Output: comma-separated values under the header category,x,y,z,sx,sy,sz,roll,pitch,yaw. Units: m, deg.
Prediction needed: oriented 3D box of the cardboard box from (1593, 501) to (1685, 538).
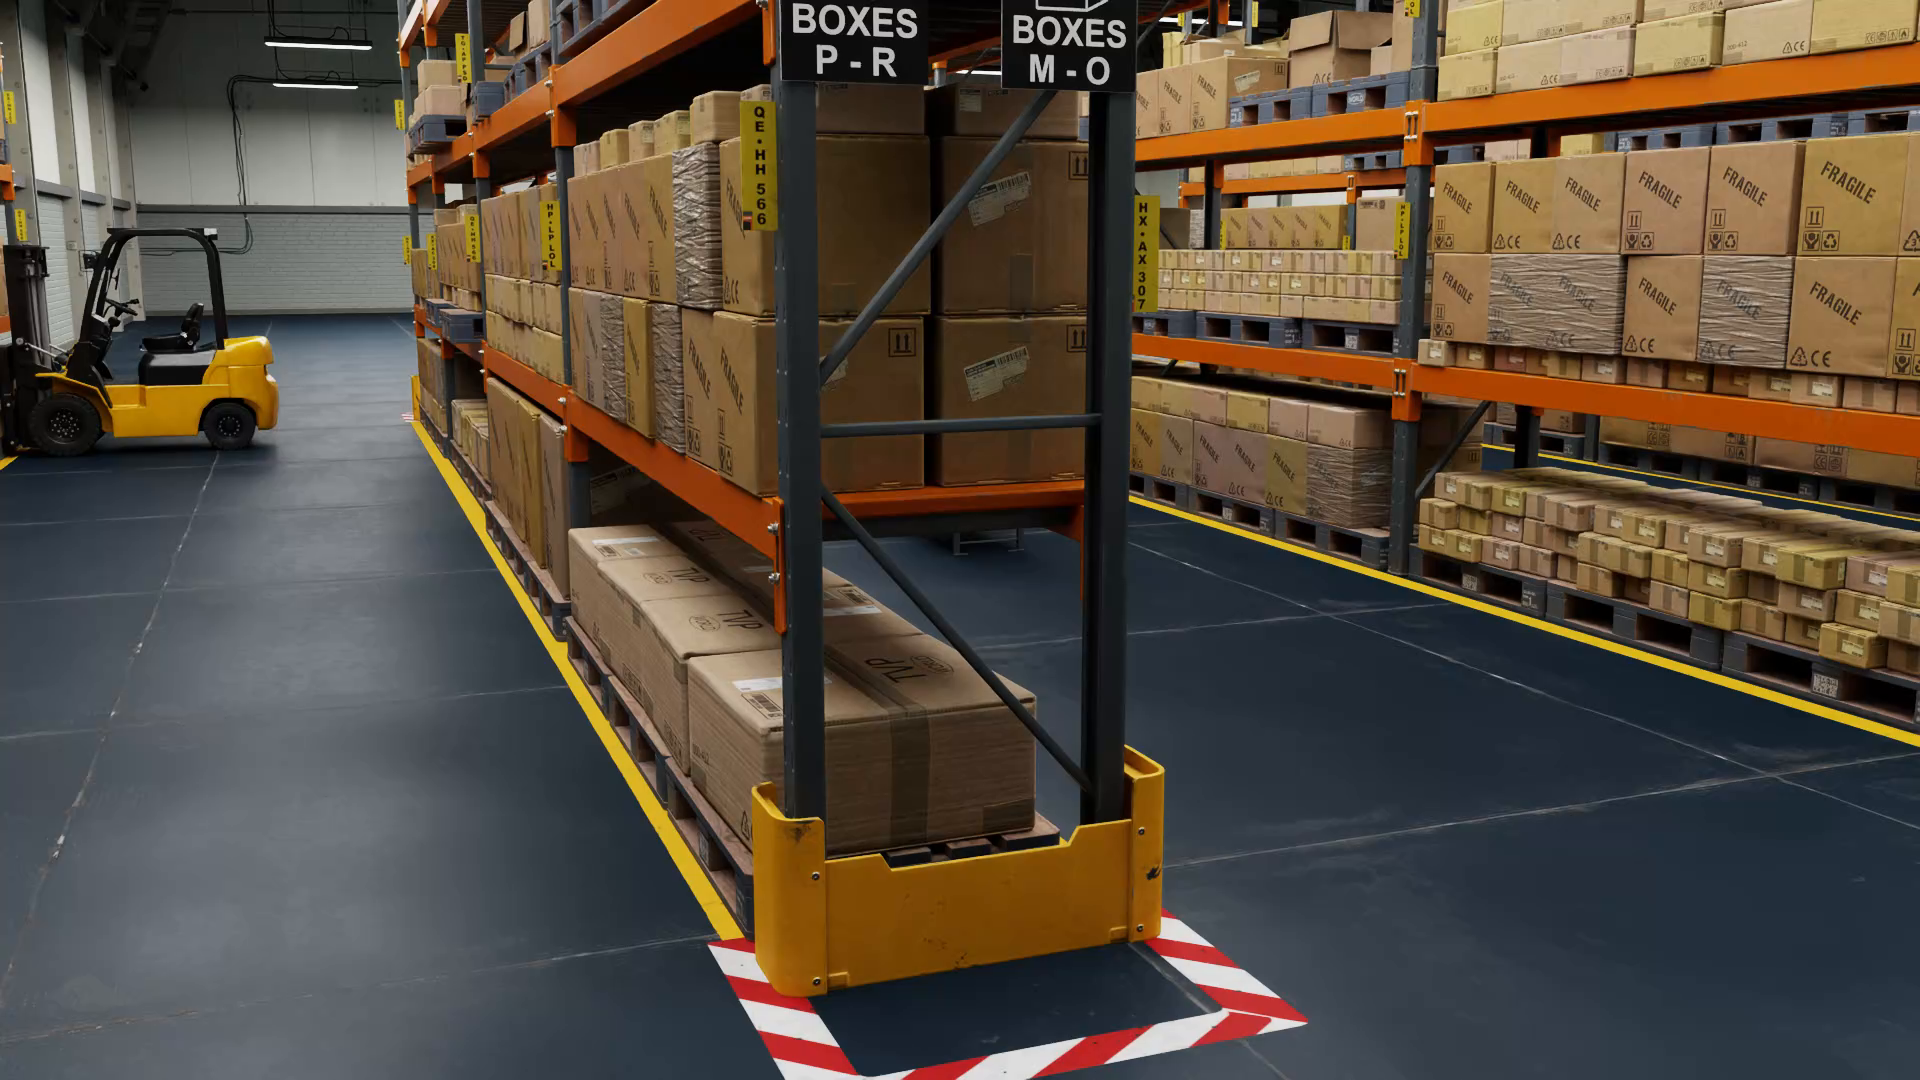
category,x,y,z,sx,sy,sz,roll,pitch,yaw
cardboard box,3.546,-0.104,8.684,0.380,0.149,0.250,-4,11,-23

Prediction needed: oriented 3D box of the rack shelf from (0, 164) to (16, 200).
category,x,y,z,sx,sy,sz,roll,pitch,yaw
rack shelf,-9.701,-3.400,15.460,1.077,0.370,4.000,-4,11,-21

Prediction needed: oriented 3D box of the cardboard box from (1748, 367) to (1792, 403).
category,x,y,z,sx,sy,sz,roll,pitch,yaw
cardboard box,3.850,-0.718,7.611,0.380,0.149,0.250,-4,11,-23

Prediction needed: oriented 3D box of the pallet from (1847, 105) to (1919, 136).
category,x,y,z,sx,sy,sz,roll,pitch,yaw
pallet,7.406,-3.119,12.371,0.805,0.209,1.217,-4,11,-23

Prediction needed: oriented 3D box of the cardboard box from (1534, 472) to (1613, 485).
category,x,y,z,sx,sy,sz,roll,pitch,yaw
cardboard box,3.625,-0.307,9.823,0.380,0.149,0.250,-4,11,-20

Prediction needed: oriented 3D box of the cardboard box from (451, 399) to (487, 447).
category,x,y,z,sx,sy,sz,roll,pitch,yaw
cardboard box,-4.159,-1.094,15.312,0.950,0.372,0.625,-4,11,-20

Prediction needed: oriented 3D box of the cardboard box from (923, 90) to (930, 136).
category,x,y,z,sx,sy,sz,roll,pitch,yaw
cardboard box,-0.035,-1.283,5.074,0.380,0.149,0.250,-4,11,-20

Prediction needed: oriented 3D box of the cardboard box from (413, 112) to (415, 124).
category,x,y,z,sx,sy,sz,roll,pitch,yaw
cardboard box,-5.504,-4.382,17.364,0.380,0.149,0.250,-4,11,-19

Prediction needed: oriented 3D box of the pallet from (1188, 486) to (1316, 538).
category,x,y,z,sx,sy,sz,roll,pitch,yaw
pallet,2.395,-0.245,12.196,1.003,0.211,1.213,-4,11,-21

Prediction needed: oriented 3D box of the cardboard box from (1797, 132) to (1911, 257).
category,x,y,z,sx,sy,sz,roll,pitch,yaw
cardboard box,3.992,-1.468,7.120,0.500,0.500,0.500,-4,11,-23

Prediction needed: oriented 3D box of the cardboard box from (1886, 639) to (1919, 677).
category,x,y,z,sx,sy,sz,roll,pitch,yaw
cardboard box,4.189,0.485,7.067,0.380,0.149,0.250,-4,11,-20

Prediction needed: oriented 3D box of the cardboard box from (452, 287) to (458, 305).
category,x,y,z,sx,sy,sz,roll,pitch,yaw
cardboard box,-4.000,-2.025,13.758,0.380,0.149,0.250,-3,11,-19

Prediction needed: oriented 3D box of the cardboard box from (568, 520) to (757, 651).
category,x,y,z,sx,sy,sz,roll,pitch,yaw
cardboard box,-1.325,0.203,7.831,0.875,0.438,0.875,-4,11,-22

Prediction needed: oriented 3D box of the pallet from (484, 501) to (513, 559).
category,x,y,z,sx,sy,sz,roll,pitch,yaw
pallet,-2.687,-0.108,11.422,1.003,0.211,1.213,-4,11,-21

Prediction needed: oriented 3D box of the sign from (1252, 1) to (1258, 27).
category,x,y,z,sx,sy,sz,roll,pitch,yaw
sign,3.960,-7.072,22.363,0.100,0.325,0.005,-4,11,-21

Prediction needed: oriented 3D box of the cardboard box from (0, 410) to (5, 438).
category,x,y,z,sx,sy,sz,roll,pitch,yaw
cardboard box,-9.243,-1.069,15.517,0.500,0.250,0.500,-4,11,-20

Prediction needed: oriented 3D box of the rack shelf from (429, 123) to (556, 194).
category,x,y,z,sx,sy,sz,roll,pitch,yaw
rack shelf,-3.627,-3.063,13.564,1.077,0.370,4.000,-4,11,-21

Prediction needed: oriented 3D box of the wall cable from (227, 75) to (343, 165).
category,x,y,z,sx,sy,sz,roll,pitch,yaw
wall cable,-19.199,-11.978,47.508,3.097,2.526,0.112,-4,11,-21

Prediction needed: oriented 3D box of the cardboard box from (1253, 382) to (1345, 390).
category,x,y,z,sx,sy,sz,roll,pitch,yaw
cardboard box,2.530,-1.029,12.438,0.500,0.250,0.500,-4,11,-20

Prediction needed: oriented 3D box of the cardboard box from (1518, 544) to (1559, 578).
category,x,y,z,sx,sy,sz,roll,pitch,yaw
cardboard box,3.330,0.104,9.212,0.380,0.149,0.250,-4,11,-22

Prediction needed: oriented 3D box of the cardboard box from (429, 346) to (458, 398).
category,x,y,z,sx,sy,sz,roll,pitch,yaw
cardboard box,-5.188,-1.735,17.118,0.500,0.500,0.500,-3,11,-18

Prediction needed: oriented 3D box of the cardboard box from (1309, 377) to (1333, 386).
category,x,y,z,sx,sy,sz,roll,pitch,yaw
cardboard box,4.562,-2.033,20.221,0.500,0.500,0.500,0,10,-3

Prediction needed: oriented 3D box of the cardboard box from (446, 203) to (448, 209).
category,x,y,z,sx,sy,sz,roll,pitch,yaw
cardboard box,-5.413,-3.538,18.756,0.700,0.500,0.500,-4,11,-22

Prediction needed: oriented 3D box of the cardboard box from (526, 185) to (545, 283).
category,x,y,z,sx,sy,sz,roll,pitch,yaw
cardboard box,-2.043,-1.643,8.954,0.500,0.500,0.500,-4,11,-20

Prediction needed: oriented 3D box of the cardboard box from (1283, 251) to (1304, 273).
category,x,y,z,sx,sy,sz,roll,pitch,yaw
cardboard box,2.426,-1.890,11.300,0.380,0.149,0.250,-4,11,-23

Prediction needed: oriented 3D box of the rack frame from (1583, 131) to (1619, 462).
category,x,y,z,sx,sy,sz,roll,pitch,yaw
rack frame,6.334,-2.243,15.464,1.000,3.000,0.127,-4,11,-21

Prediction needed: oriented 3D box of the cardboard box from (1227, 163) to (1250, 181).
category,x,y,z,sx,sy,sz,roll,pitch,yaw
cardboard box,3.737,-4.692,21.094,0.500,0.250,0.500,-4,11,-21

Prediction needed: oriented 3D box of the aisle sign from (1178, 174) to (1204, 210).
category,x,y,z,sx,sy,sz,roll,pitch,yaw
aisle sign,3.133,-4.820,22.527,0.394,0.787,0.004,-4,11,-21

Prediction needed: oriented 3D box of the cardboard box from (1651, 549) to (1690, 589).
category,x,y,z,sx,sy,sz,roll,pitch,yaw
cardboard box,3.651,0.132,8.204,0.380,0.149,0.250,-3,11,-18

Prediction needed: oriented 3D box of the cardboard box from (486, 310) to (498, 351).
category,x,y,z,sx,sy,sz,roll,pitch,yaw
cardboard box,-2.959,-1.444,11.402,0.500,0.250,0.500,-4,11,-22

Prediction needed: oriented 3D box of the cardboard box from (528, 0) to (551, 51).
category,x,y,z,sx,sy,sz,roll,pitch,yaw
cardboard box,-1.968,-2.731,8.700,0.500,0.311,0.500,-4,11,-21

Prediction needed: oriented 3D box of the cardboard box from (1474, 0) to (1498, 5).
category,x,y,z,sx,sy,sz,roll,pitch,yaw
cardboard box,3.072,-3.028,9.173,0.380,0.149,0.250,-4,11,-23

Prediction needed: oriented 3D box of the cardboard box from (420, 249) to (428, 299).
category,x,y,z,sx,sy,sz,roll,pitch,yaw
cardboard box,-5.320,-2.771,17.296,0.500,0.500,0.500,-4,11,-22

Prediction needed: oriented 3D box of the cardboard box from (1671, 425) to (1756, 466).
category,x,y,z,sx,sy,sz,roll,pitch,yaw
cardboard box,6.881,-1.144,14.152,1.225,0.875,0.875,-4,11,-21

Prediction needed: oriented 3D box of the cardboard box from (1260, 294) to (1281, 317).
category,x,y,z,sx,sy,sz,roll,pitch,yaw
cardboard box,2.321,-1.639,11.590,0.380,0.149,0.250,-3,11,-18

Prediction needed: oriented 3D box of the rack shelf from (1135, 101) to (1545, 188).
category,x,y,z,sx,sy,sz,roll,pitch,yaw
rack shelf,2.399,-2.741,11.752,1.077,0.370,4.000,-4,11,-21

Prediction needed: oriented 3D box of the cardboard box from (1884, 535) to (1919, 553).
category,x,y,z,sx,sy,sz,roll,pitch,yaw
cardboard box,4.517,0.072,7.696,0.380,0.149,0.250,-4,11,-21

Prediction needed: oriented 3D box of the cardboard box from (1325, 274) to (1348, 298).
category,x,y,z,sx,sy,sz,roll,pitch,yaw
cardboard box,2.612,-1.657,10.840,0.380,0.149,0.250,-3,11,-18

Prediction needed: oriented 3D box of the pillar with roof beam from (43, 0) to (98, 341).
category,x,y,z,sx,sy,sz,roll,pitch,yaw
pillar with roof beam,-13.524,-8.598,34.062,9.100,9.000,0.548,-4,11,-21

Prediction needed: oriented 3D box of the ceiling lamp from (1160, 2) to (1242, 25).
category,x,y,z,sx,sy,sz,roll,pitch,yaw
ceiling lamp,4.172,-10.699,29.208,2.000,3.185,0.800,-4,11,-21

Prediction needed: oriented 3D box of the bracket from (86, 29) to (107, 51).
category,x,y,z,sx,sy,sz,roll,pitch,yaw
bracket,-18.296,-10.611,35.098,0.076,0.066,4.783,-4,11,-21

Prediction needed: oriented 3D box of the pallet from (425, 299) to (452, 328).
category,x,y,z,sx,sy,sz,roll,pitch,yaw
pallet,-4.210,-2.038,14.862,1.003,0.211,1.213,-4,11,-21

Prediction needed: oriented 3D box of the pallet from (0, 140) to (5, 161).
category,x,y,z,sx,sy,sz,roll,pitch,yaw
pallet,-10.194,-3.920,16.582,1.003,0.211,1.213,-4,11,-21

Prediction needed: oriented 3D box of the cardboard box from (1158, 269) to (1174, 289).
category,x,y,z,sx,sy,sz,roll,pitch,yaw
cardboard box,1.763,-2.038,12.983,0.380,0.149,0.250,-3,11,-18

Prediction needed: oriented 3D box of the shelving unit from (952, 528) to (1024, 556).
category,x,y,z,sx,sy,sz,roll,pitch,yaw
shelving unit,0.002,-0.553,11.315,0.538,1.125,1.048,-4,11,-21

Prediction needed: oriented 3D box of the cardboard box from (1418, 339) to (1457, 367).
category,x,y,z,sx,sy,sz,roll,pitch,yaw
cardboard box,2.922,-1.101,9.762,0.380,0.149,0.250,-3,11,-19

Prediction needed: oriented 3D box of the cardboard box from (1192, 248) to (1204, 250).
category,x,y,z,sx,sy,sz,roll,pitch,yaw
cardboard box,3.609,-3.653,22.256,0.875,0.500,0.500,-4,11,-21

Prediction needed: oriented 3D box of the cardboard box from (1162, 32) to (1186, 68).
category,x,y,z,sx,sy,sz,roll,pitch,yaw
cardboard box,1.751,-3.680,12.506,0.396,0.266,0.258,-4,11,-21

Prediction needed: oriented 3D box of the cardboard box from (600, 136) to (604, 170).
category,x,y,z,sx,sy,sz,roll,pitch,yaw
cardboard box,-1.308,-1.630,7.023,0.380,0.149,0.250,-4,11,-21

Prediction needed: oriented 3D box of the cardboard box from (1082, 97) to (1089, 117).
category,x,y,z,sx,sy,sz,roll,pitch,yaw
cardboard box,1.253,-3.646,13.970,0.380,0.166,0.250,-4,11,-21

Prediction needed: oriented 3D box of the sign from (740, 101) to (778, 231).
category,x,y,z,sx,sy,sz,roll,pitch,yaw
sign,-0.514,-0.963,4.284,0.100,0.325,0.005,-4,11,-21

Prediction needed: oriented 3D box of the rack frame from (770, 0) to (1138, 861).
category,x,y,z,sx,sy,sz,roll,pitch,yaw
rack frame,-0.003,-0.308,4.587,1.000,3.000,0.127,-4,11,-21

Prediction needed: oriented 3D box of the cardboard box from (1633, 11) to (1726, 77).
category,x,y,z,sx,sy,sz,roll,pitch,yaw
cardboard box,3.592,-2.349,7.926,0.500,0.250,0.500,-3,11,-18

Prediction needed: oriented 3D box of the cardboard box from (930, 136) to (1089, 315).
category,x,y,z,sx,sy,sz,roll,pitch,yaw
cardboard box,0.088,-0.946,5.033,0.500,0.500,0.500,-4,11,-22

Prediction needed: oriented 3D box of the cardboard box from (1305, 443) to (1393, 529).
category,x,y,z,sx,sy,sz,roll,pitch,yaw
cardboard box,2.621,-0.373,10.888,0.500,0.500,0.500,-4,11,-22

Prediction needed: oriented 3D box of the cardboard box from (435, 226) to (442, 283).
category,x,y,z,sx,sy,sz,roll,pitch,yaw
cardboard box,-4.449,-2.575,14.995,0.500,0.500,0.500,-4,11,-19

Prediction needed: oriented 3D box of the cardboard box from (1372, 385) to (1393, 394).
category,x,y,z,sx,sy,sz,roll,pitch,yaw
cardboard box,5.087,-1.780,18.744,0.700,0.500,0.500,-5,11,-25
